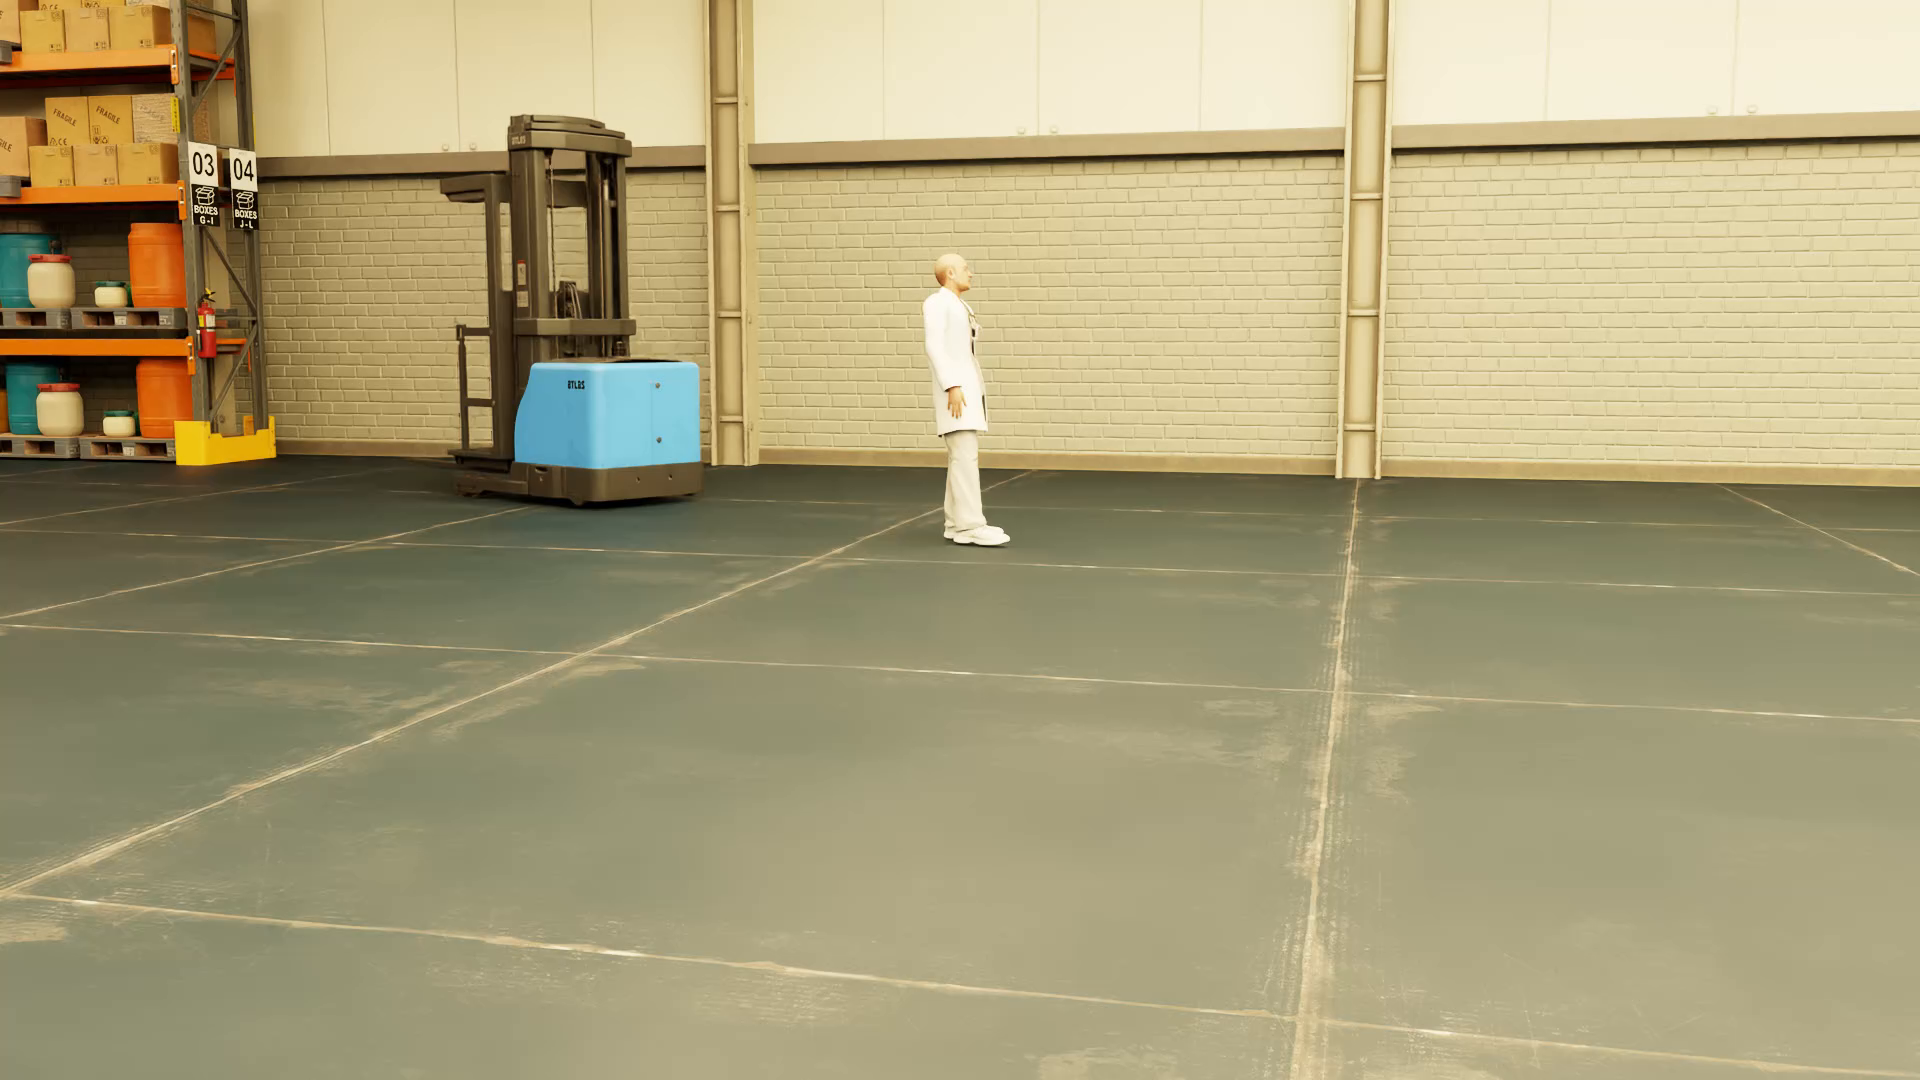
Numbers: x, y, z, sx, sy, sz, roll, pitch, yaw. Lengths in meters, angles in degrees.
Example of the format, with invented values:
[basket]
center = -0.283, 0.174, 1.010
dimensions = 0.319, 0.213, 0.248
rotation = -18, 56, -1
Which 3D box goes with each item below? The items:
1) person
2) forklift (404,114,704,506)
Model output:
[person]
center = 0.088, -0.886, 10.363
dimensions = 0.578, 1.777, 0.698
rotation = 2, 7, 14
[forklift]
center = -3.417, -1.832, 13.327
dimensions = 3.031, 2.935, 1.130
rotation = 6, 10, 42
